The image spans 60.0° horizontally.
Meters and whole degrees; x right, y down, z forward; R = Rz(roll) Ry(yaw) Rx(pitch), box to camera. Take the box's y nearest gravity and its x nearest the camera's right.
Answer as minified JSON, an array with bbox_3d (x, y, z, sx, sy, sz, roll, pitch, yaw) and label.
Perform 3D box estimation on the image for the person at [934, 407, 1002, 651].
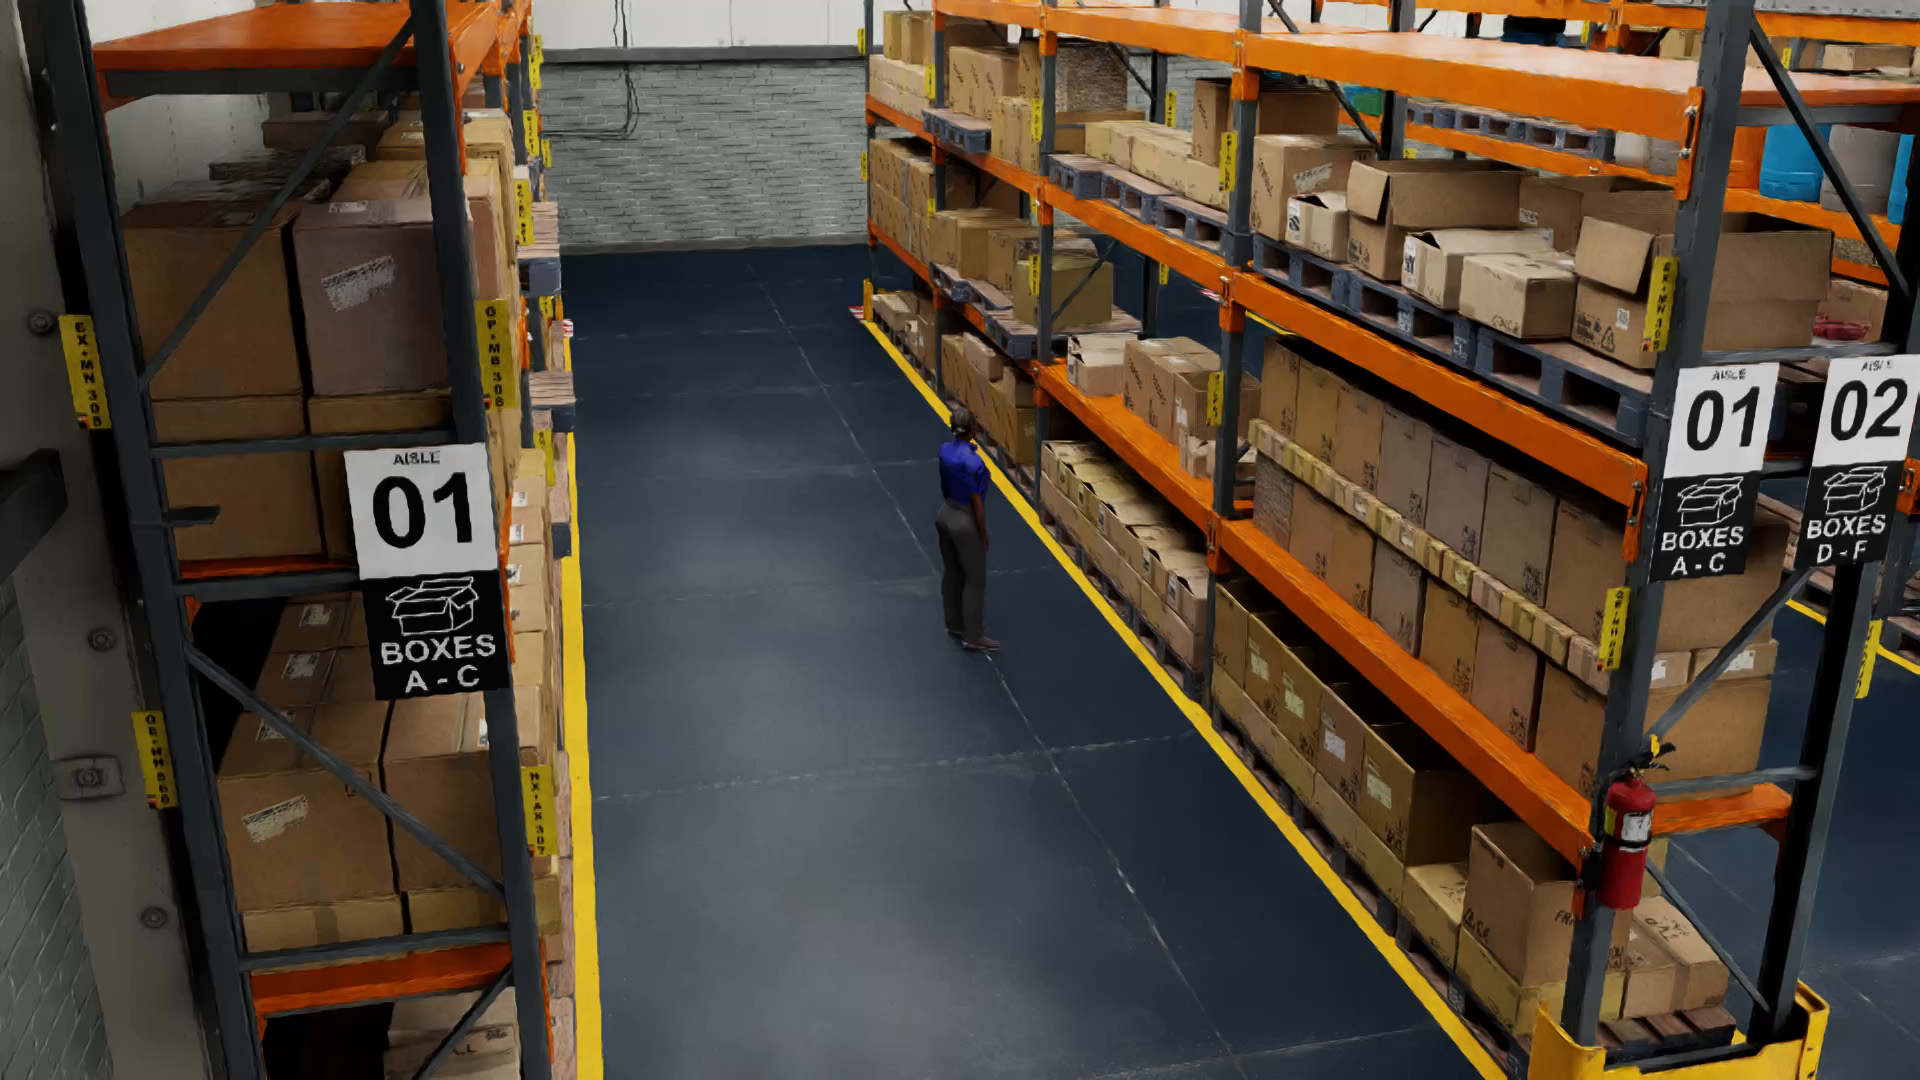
[{"bbox_3d":[0.044,-0.075,11.304,0.372,1.686,0.497,-12,23,-30],"label":"person"}]
